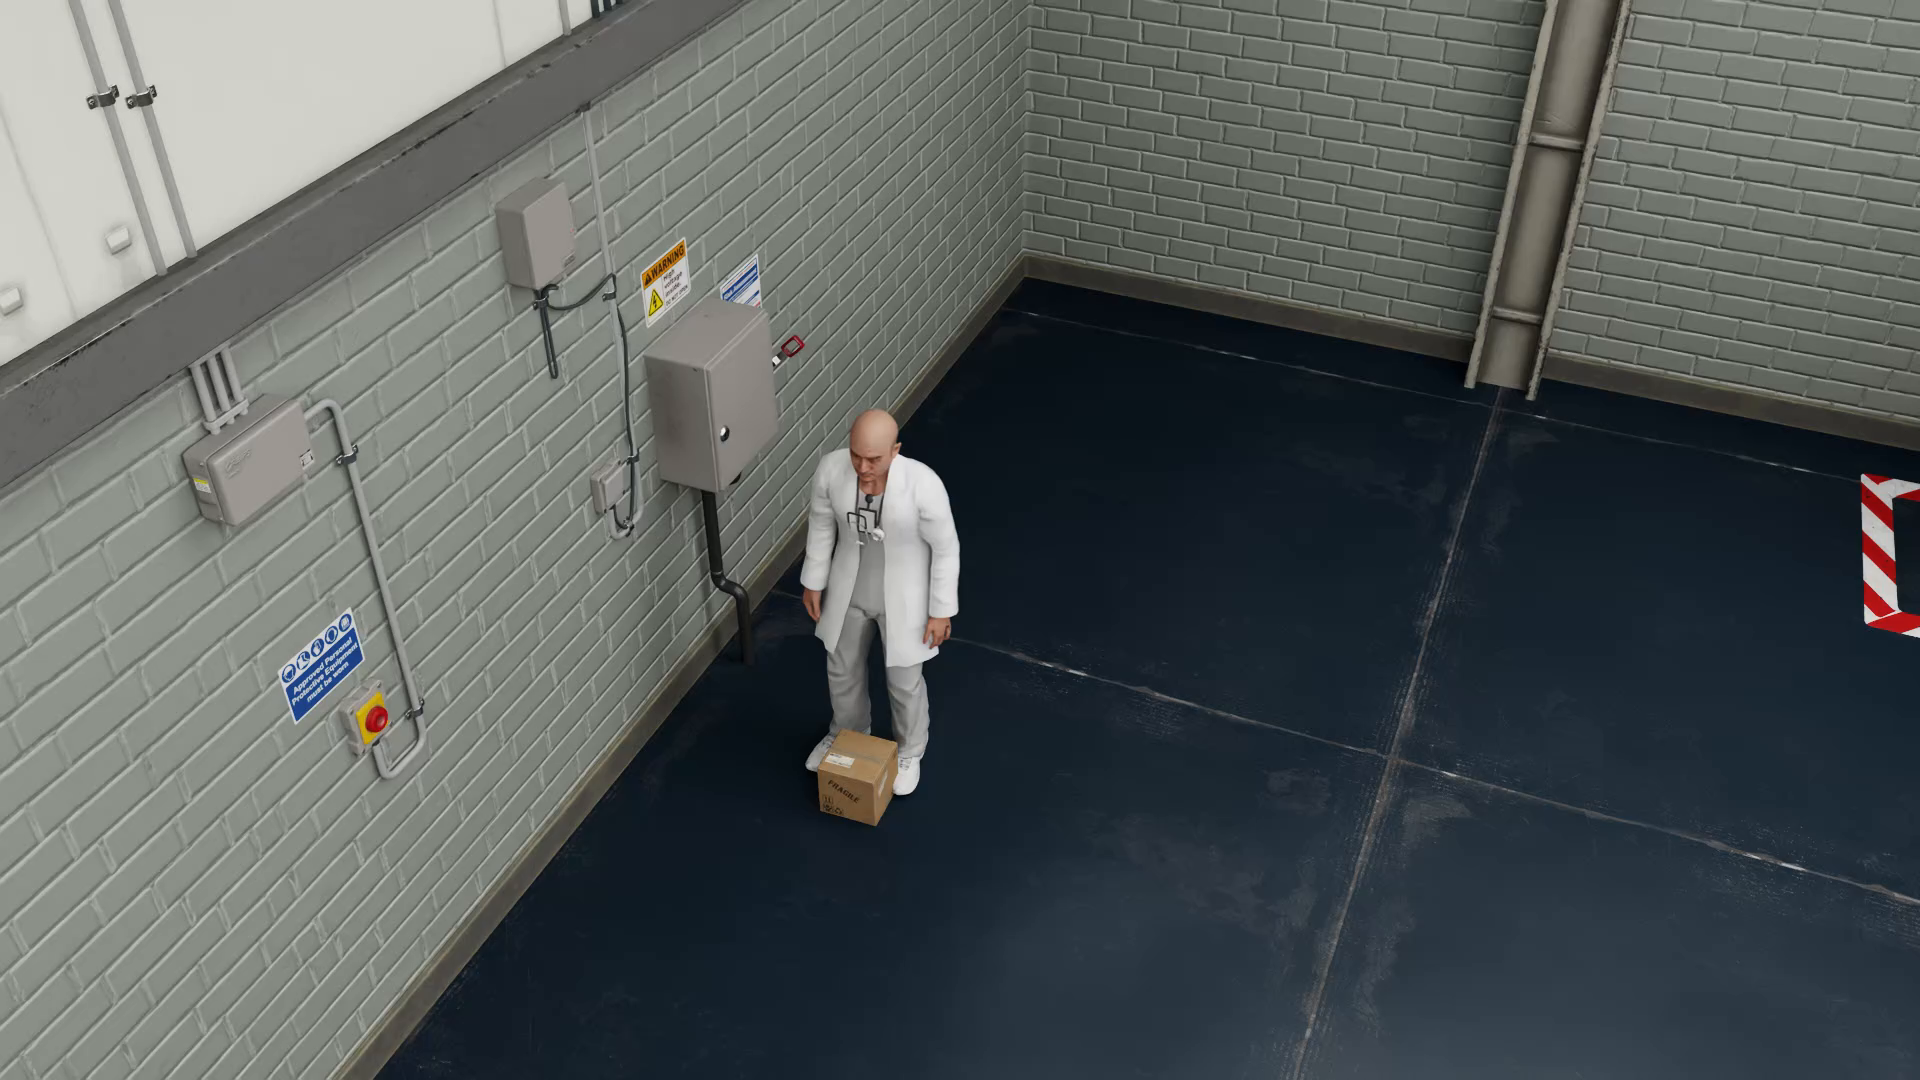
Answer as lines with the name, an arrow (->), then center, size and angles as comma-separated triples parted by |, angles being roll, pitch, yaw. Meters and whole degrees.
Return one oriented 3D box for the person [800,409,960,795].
person -> -0.314, 0.224, 6.536 | 0.656, 1.774, 0.417 | 13, 39, 16
